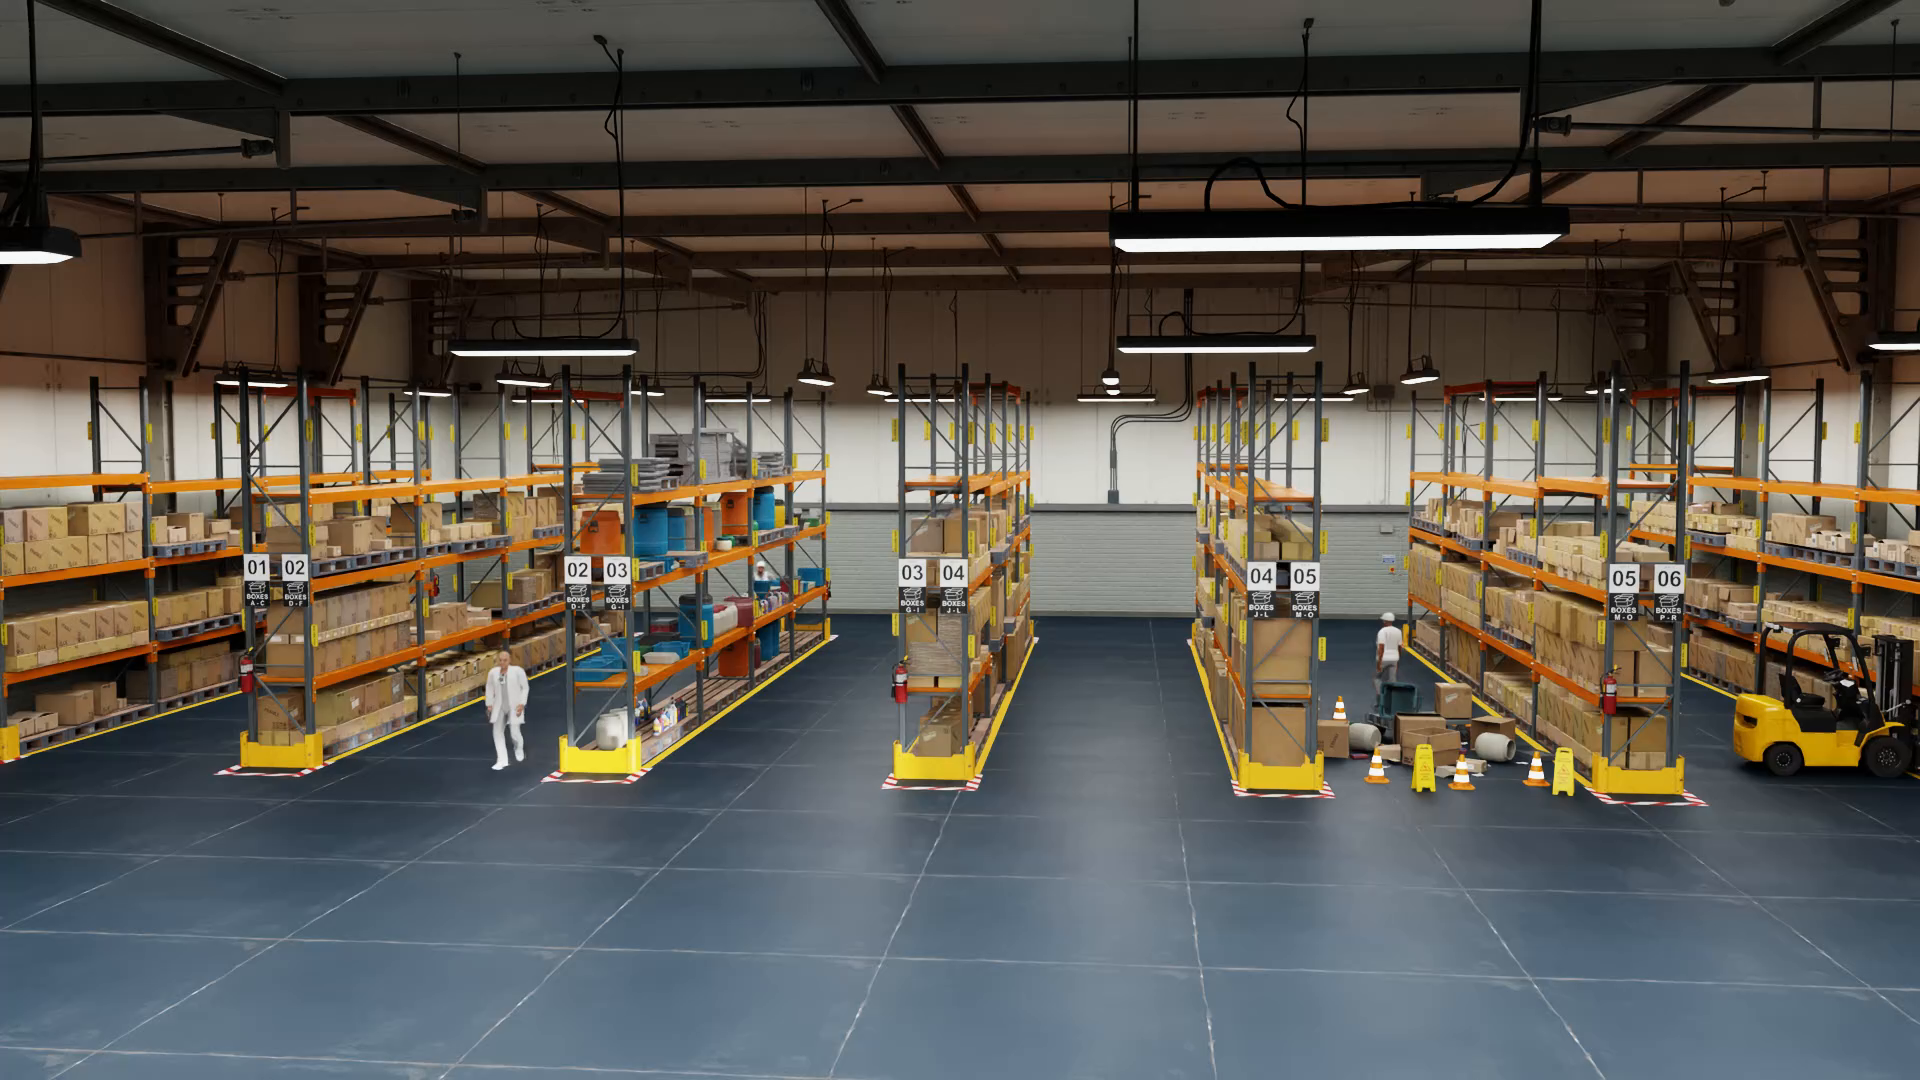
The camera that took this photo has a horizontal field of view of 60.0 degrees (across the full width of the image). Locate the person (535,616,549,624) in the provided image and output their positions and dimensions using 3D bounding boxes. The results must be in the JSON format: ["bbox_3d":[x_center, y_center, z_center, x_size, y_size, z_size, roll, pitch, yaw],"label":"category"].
[{"bbox_3d":[-10.299,1.560,40.890,0.491,1.647,0.642,0,4,5],"label":"person"}]

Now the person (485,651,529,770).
[{"bbox_3d":[-6.800,2.528,25.008,0.673,1.765,0.740,0,4,1],"label":"person"}]

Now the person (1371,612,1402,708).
[{"bbox_3d":[7.762,2.191,30.059,0.549,1.764,0.564,0,4,-7],"label":"person"}]

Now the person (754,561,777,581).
[{"bbox_3d":[-5.128,1.381,43.355,0.650,1.682,0.724,1,4,15],"label":"person"}]
